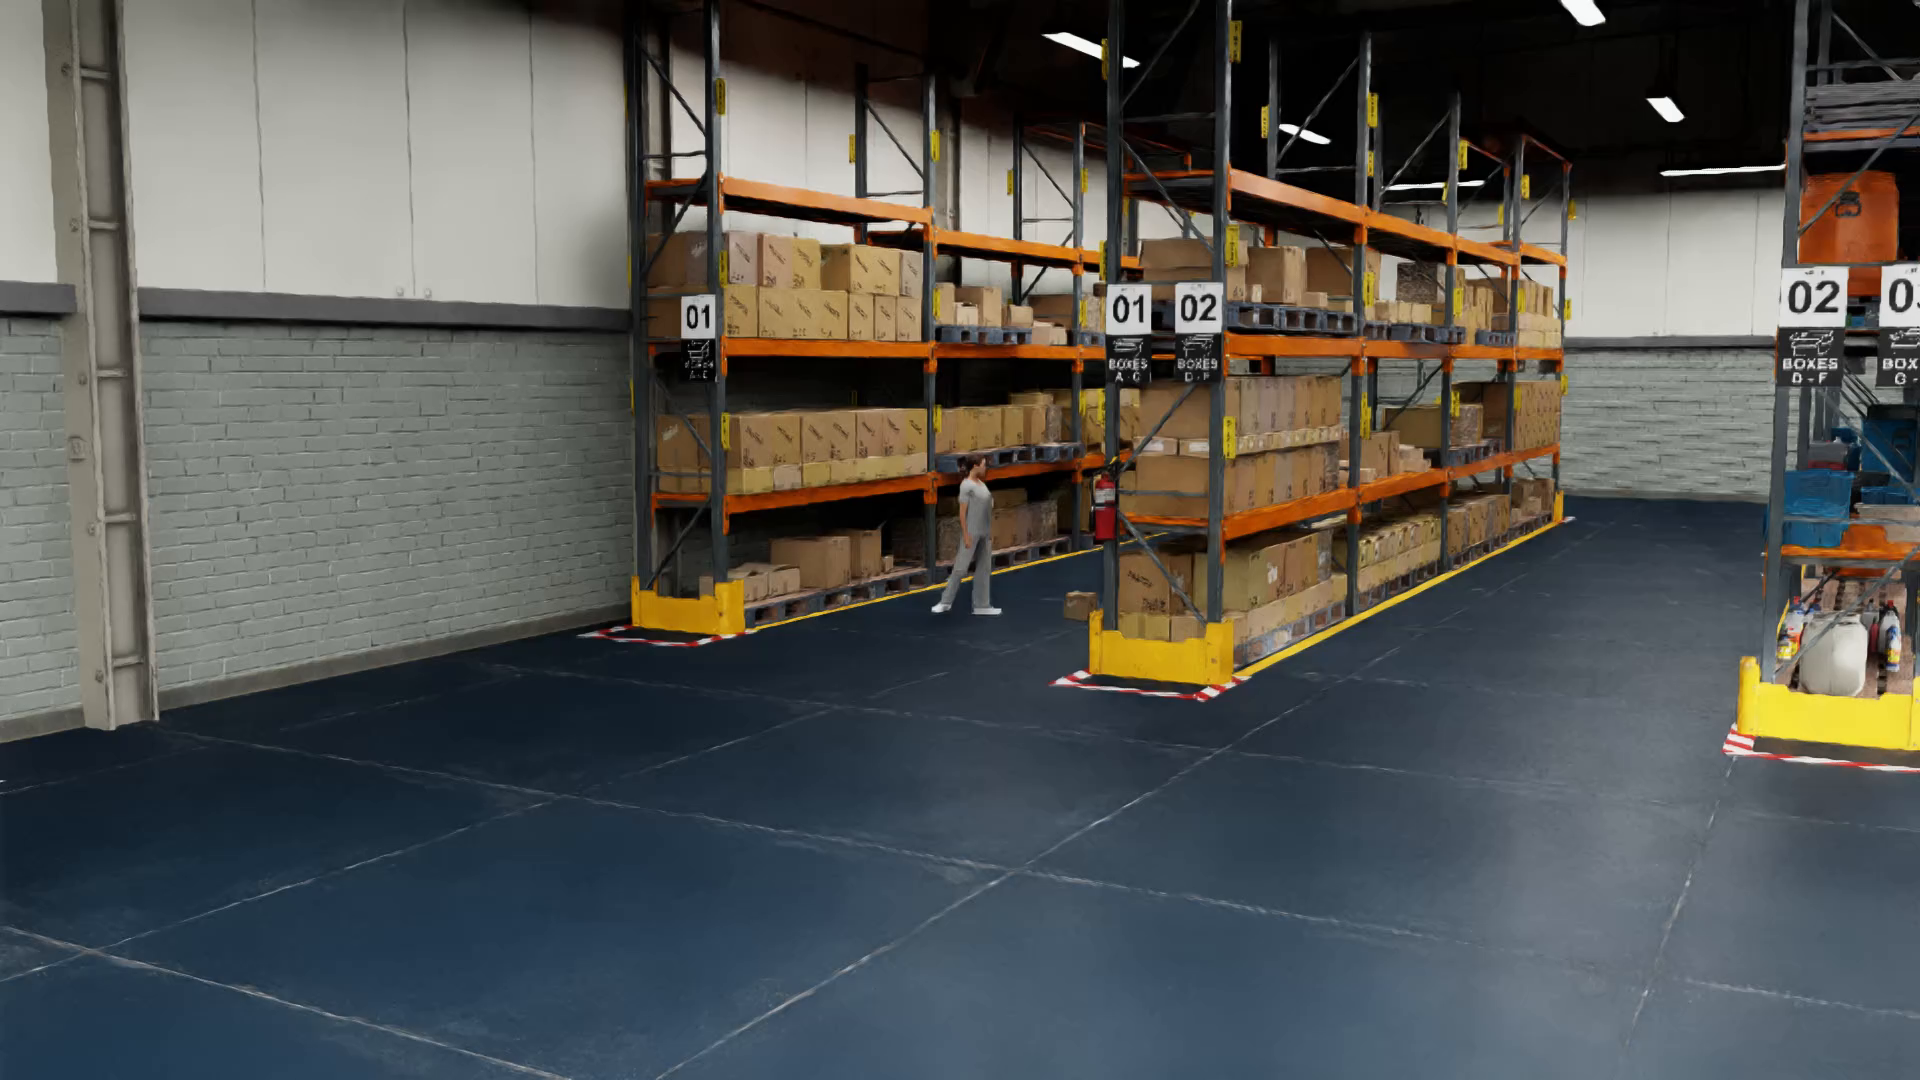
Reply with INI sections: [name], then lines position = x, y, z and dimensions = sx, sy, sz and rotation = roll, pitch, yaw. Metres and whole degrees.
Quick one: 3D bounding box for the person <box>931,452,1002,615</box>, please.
[person]
position = 0.089, -0.058, 16.917
dimensions = 0.570, 1.667, 0.646
rotation = 4, 7, 35
